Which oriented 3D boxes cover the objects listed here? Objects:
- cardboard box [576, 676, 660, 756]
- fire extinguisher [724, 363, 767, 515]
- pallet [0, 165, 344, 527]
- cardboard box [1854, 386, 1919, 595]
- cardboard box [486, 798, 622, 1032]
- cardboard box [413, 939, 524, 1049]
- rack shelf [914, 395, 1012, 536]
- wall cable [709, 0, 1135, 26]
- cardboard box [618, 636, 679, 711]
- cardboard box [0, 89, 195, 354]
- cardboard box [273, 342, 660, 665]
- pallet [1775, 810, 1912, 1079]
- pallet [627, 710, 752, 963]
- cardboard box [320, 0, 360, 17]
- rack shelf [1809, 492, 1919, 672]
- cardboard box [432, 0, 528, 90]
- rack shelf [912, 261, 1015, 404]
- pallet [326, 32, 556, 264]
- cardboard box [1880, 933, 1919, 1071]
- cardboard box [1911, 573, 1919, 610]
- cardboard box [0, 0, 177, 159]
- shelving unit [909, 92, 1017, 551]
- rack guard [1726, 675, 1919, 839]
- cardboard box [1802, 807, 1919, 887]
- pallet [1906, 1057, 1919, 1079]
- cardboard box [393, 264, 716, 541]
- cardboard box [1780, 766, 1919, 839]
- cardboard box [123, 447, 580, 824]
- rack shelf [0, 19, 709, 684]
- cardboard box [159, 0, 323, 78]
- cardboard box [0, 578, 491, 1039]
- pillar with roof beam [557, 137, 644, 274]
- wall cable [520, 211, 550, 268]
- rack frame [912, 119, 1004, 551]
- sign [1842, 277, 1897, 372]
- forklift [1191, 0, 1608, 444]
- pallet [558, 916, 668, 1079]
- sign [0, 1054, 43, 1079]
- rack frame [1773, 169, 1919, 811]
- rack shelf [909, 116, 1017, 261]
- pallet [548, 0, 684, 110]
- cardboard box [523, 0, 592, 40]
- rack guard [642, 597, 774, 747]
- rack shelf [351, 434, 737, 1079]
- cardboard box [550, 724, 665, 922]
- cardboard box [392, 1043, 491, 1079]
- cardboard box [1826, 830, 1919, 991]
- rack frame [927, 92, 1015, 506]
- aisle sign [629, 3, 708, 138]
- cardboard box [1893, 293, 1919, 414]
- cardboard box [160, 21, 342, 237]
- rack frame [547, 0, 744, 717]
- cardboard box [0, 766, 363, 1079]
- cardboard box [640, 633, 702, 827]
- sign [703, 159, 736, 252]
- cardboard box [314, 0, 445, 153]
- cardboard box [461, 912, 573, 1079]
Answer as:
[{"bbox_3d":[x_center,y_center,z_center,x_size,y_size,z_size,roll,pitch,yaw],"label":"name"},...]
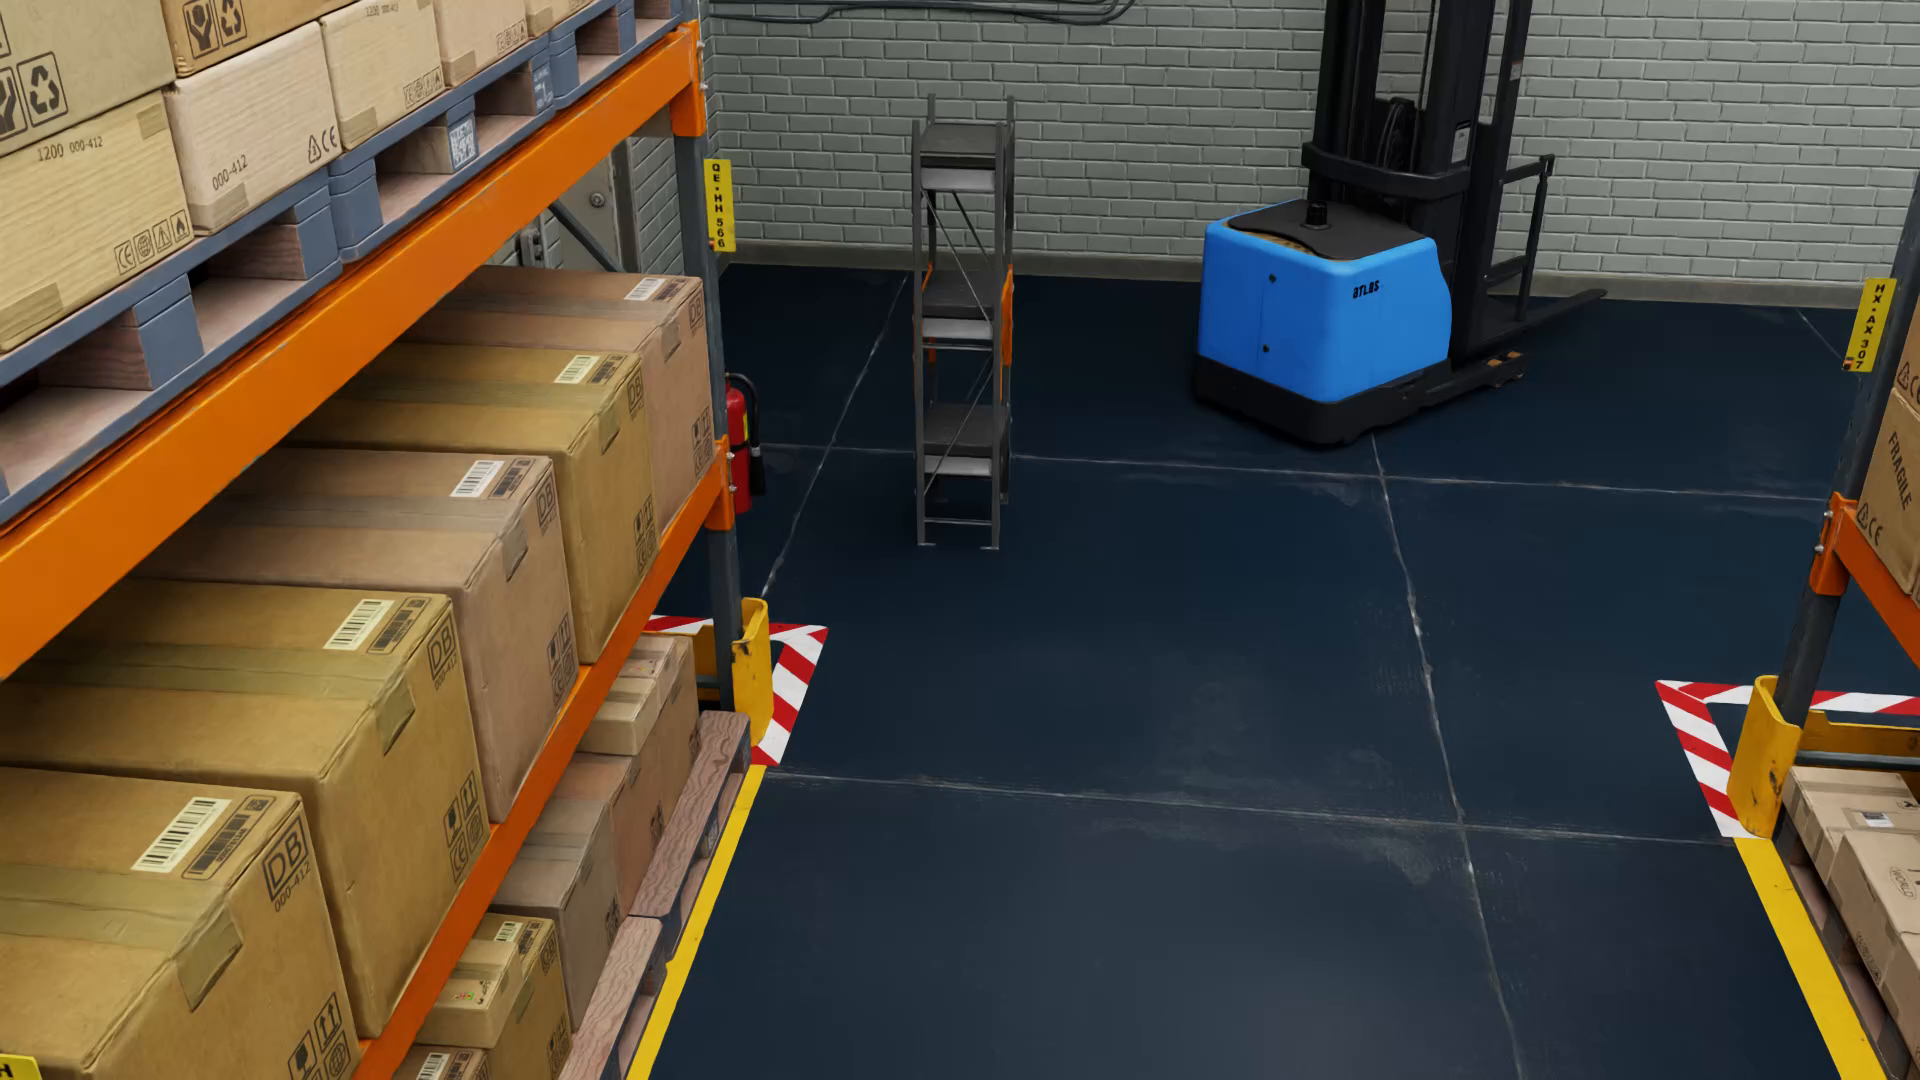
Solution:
[{"bbox_3d":[-1.224,0.574,5.530,0.380,0.149,0.250,4,29,8],"label":"cardboard box"},{"bbox_3d":[-0.896,-0.428,6.357,0.296,0.674,0.183,3,28,6],"label":"fire extinguisher"},{"bbox_3d":[-1.752,-0.365,2.697,1.003,0.211,1.213,3,28,6],"label":"pallet"},{"bbox_3d":[3.228,-0.147,5.254,0.500,0.500,0.500,4,29,7],"label":"cardboard box"},{"bbox_3d":[-1.481,1.141,5.162,0.700,0.500,0.500,2,28,5],"label":"cardboard box"},{"bbox_3d":[-1.382,1.188,4.391,0.380,0.149,0.250,3,28,5],"label":"cardboard box"},{"bbox_3d":[0.020,-0.374,8.235,0.431,0.518,0.480,3,28,6],"label":"rack shelf"},{"bbox_3d":[-0.325,-4.498,10.385,3.097,2.526,0.112,3,28,6],"label":"wall cable"},{"bbox_3d":[-1.194,0.454,5.753,0.380,0.149,0.250,3,28,6],"label":"cardboard box"},{"bbox_3d":[-1.516,-0.493,2.450,0.500,0.250,0.500,3,28,6],"label":"cardboard box"},{"bbox_3d":[-1.503,-0.131,5.014,0.980,0.700,0.700,3,28,6],"label":"cardboard box"},{"bbox_3d":[3.438,1.343,5.536,1.003,0.211,1.213,3,28,6],"label":"pallet"},{"bbox_3d":[-1.393,1.026,6.123,1.003,0.211,1.213,3,28,6],"label":"pallet"},{"bbox_3d":[-1.385,-1.307,3.171,0.500,0.500,0.500,4,29,7],"label":"cardboard box"},{"bbox_3d":[3.299,0.962,4.060,1.077,0.370,4.000,3,28,6],"label":"rack shelf"},{"bbox_3d":[-1.320,-1.215,3.790,0.500,0.250,0.500,3,28,5],"label":"cardboard box"},{"bbox_3d":[0.020,-0.990,7.903,0.431,0.518,0.480,3,28,6],"label":"rack shelf"},{"bbox_3d":[-1.600,-0.938,3.760,1.003,0.211,1.213,3,28,6],"label":"pallet"},{"bbox_3d":[3.074,1.431,4.867,0.500,0.250,0.500,3,28,6],"label":"cardboard box"},{"bbox_3d":[3.170,0.096,4.803,0.500,0.500,0.500,3,28,6],"label":"cardboard box"},{"bbox_3d":[-1.497,-0.832,2.289,0.500,0.500,0.500,3,28,6],"label":"cardboard box"},{"bbox_3d":[0.020,-1.002,7.897,0.431,2.100,0.503,3,28,6],"label":"shelving unit"},{"bbox_3d":[3.535,0.840,6.164,1.175,0.500,0.348,3,28,6],"label":"rack guard"},{"bbox_3d":[3.121,1.052,5.658,0.380,0.166,0.250,3,28,6],"label":"cardboard box"},{"bbox_3d":[3.286,1.915,4.473,1.003,0.211,1.213,3,28,6],"label":"pallet"},{"bbox_3d":[-1.425,-0.474,5.650,0.980,0.700,0.700,5,29,9],"label":"cardboard box"},{"bbox_3d":[3.152,0.942,5.880,0.380,0.149,0.250,3,28,6],"label":"cardboard box"},{"bbox_3d":[-1.606,0.228,4.348,0.980,0.700,0.700,2,28,4],"label":"cardboard box"},{"bbox_3d":[-1.618,-0.645,3.880,1.077,0.370,4.000,3,28,6],"label":"rack shelf"},{"bbox_3d":[-1.440,-1.075,2.739,0.500,0.500,0.500,3,28,5],"label":"cardboard box"},{"bbox_3d":[-1.685,0.571,3.712,0.980,0.700,0.700,3,28,5],"label":"cardboard box"},{"bbox_3d":[2.372,-4.294,6.733,9.100,9.000,0.400,3,28,6],"label":"pillar with roof beam"},{"bbox_3d":[-2.154,-1.687,7.148,0.084,1.984,1.851,3,28,6],"label":"wall cable"},{"bbox_3d":[-0.010,-0.887,7.683,0.400,2.100,0.015,3,28,6],"label":"rack frame"},{"bbox_3d":[3.006,-0.709,5.490,0.100,0.325,0.005,3,28,6],"label":"sign"},{"bbox_3d":[2.816,-2.377,9.572,3.031,2.935,1.130,-21,35,-34],"label":"forklift"},{"bbox_3d":[-1.545,1.599,5.060,1.003,0.211,1.213,3,28,6],"label":"pallet"},{"bbox_3d":[-1.323,0.853,2.368,0.100,0.325,0.005,3,28,6],"label":"sign"},{"bbox_3d":[3.544,-0.296,5.637,1.000,3.000,0.127,3,28,6],"label":"rack frame"},{"bbox_3d":[0.020,-1.607,7.571,0.431,0.518,0.480,3,28,6],"label":"rack shelf"},{"bbox_3d":[-1.453,-1.514,4.829,1.003,0.211,1.213,3,28,6],"label":"pallet"},{"bbox_3d":[-1.261,-1.461,4.246,0.500,0.250,0.500,2,28,4],"label":"cardboard box"},{"bbox_3d":[-1.370,0.507,6.782,1.175,0.500,0.348,3,28,6],"label":"rack guard"},{"bbox_3d":[-1.618,0.676,4.591,1.077,0.370,4.000,3,28,6],"label":"rack shelf"},{"bbox_3d":[-1.420,0.904,5.602,0.700,0.500,0.500,3,28,6],"label":"cardboard box"},{"bbox_3d":[-1.604,1.634,4.248,0.700,0.500,0.500,3,28,6],"label":"cardboard box"},{"bbox_3d":[3.135,1.195,5.304,0.500,0.250,0.500,3,28,6],"label":"cardboard box"},{"bbox_3d":[0.050,-1.117,8.110,0.400,2.100,0.015,3,28,6],"label":"rack frame"},{"bbox_3d":[-1.066,-1.743,5.582,0.394,0.787,0.004,3,28,6],"label":"aisle sign"},{"bbox_3d":[3.228,-0.587,5.017,0.500,0.500,0.500,4,29,8],"label":"cardboard box"},{"bbox_3d":[-1.440,-0.732,2.893,0.500,0.250,0.500,3,28,5],"label":"cardboard box"},{"bbox_3d":[-1.372,-0.582,6.168,1.000,3.000,0.127,3,28,6],"label":"rack frame"},{"bbox_3d":[-1.780,0.914,3.074,0.980,0.700,0.700,4,29,7],"label":"cardboard box"},{"bbox_3d":[-1.359,0.669,6.039,0.700,0.500,0.500,3,28,6],"label":"cardboard box"},{"bbox_3d":[-0.836,-1.158,5.767,0.100,0.325,0.005,3,28,6],"label":"sign"},{"bbox_3d":[-1.384,-0.974,3.342,0.500,0.250,0.500,3,28,5],"label":"cardboard box"},{"bbox_3d":[-1.539,1.392,4.696,0.700,0.500,0.500,4,29,7],"label":"cardboard box"}]
